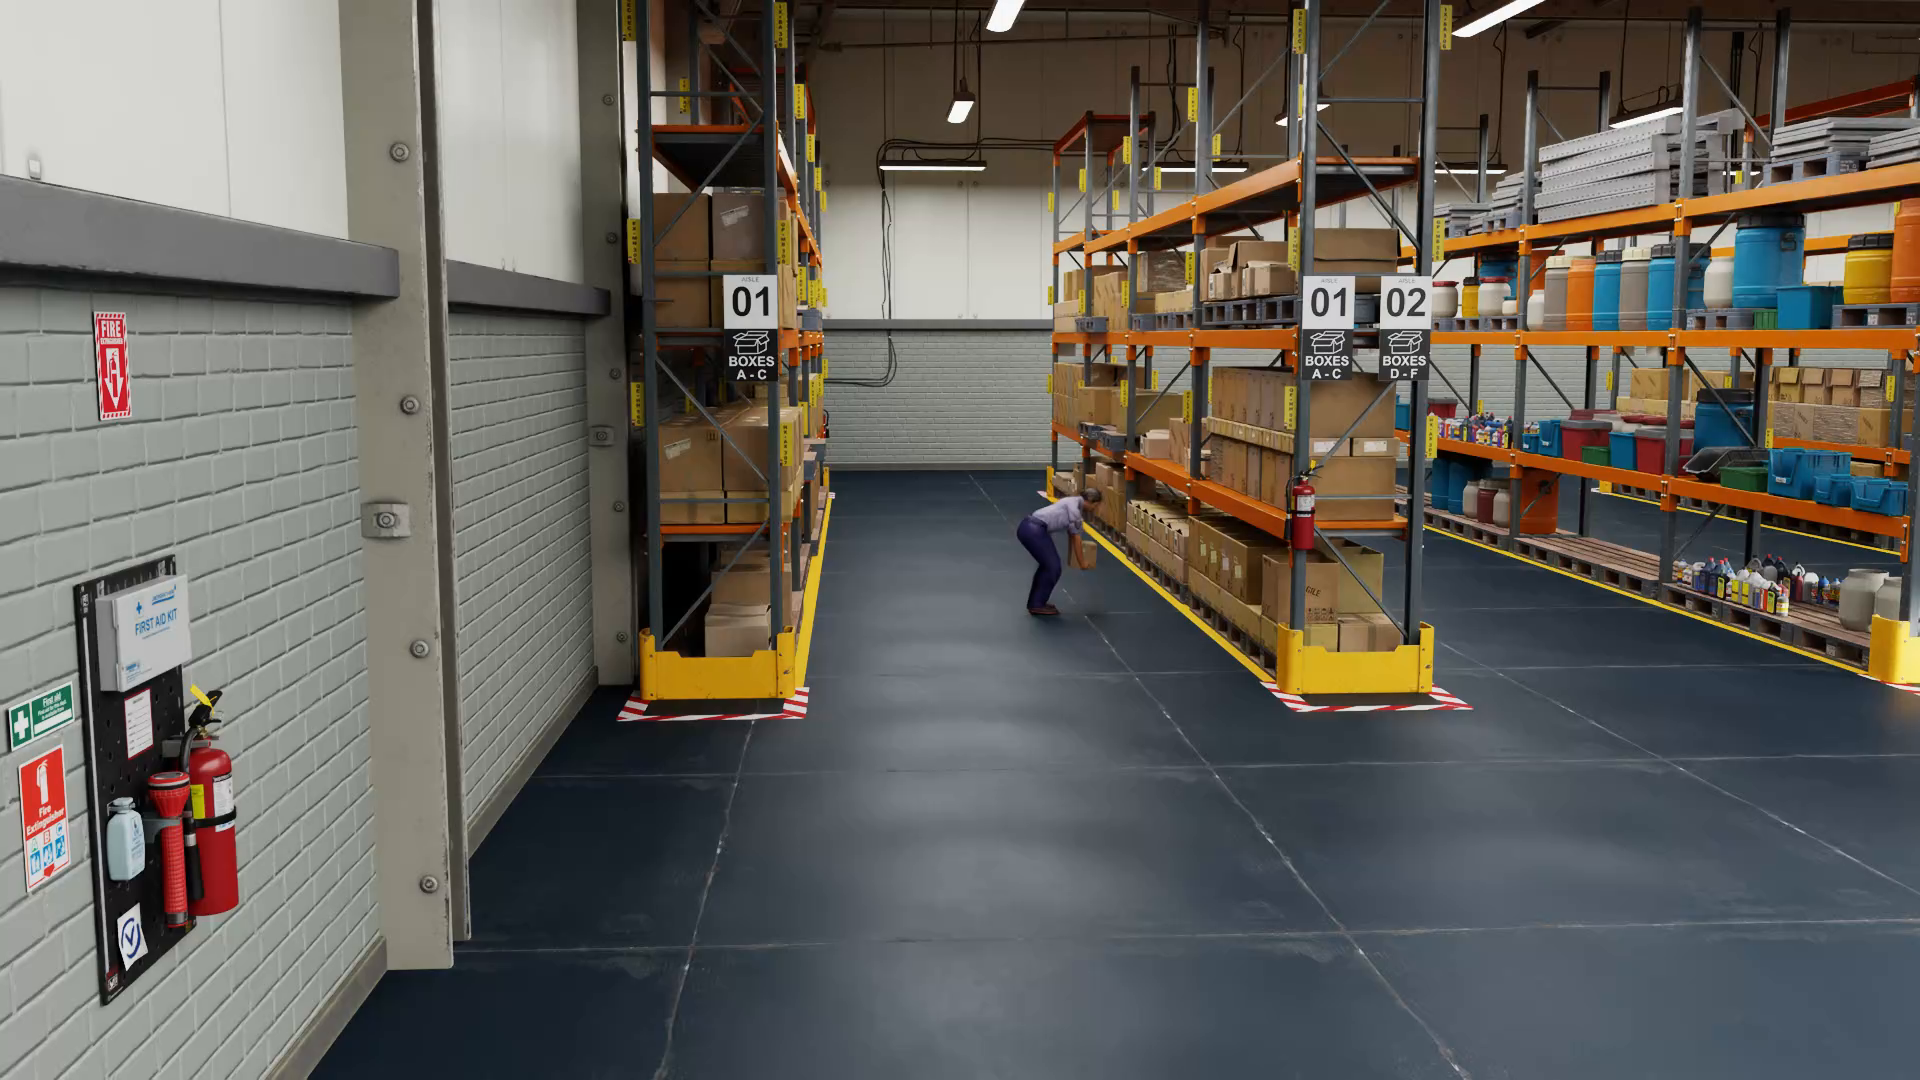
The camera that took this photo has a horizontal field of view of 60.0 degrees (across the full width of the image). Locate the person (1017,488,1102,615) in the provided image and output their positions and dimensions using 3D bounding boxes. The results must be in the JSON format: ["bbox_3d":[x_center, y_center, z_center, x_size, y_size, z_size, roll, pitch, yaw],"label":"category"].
[{"bbox_3d":[1.029,0.112,16.630,0.782,1.234,0.475,-1,7,-6],"label":"person"}]
